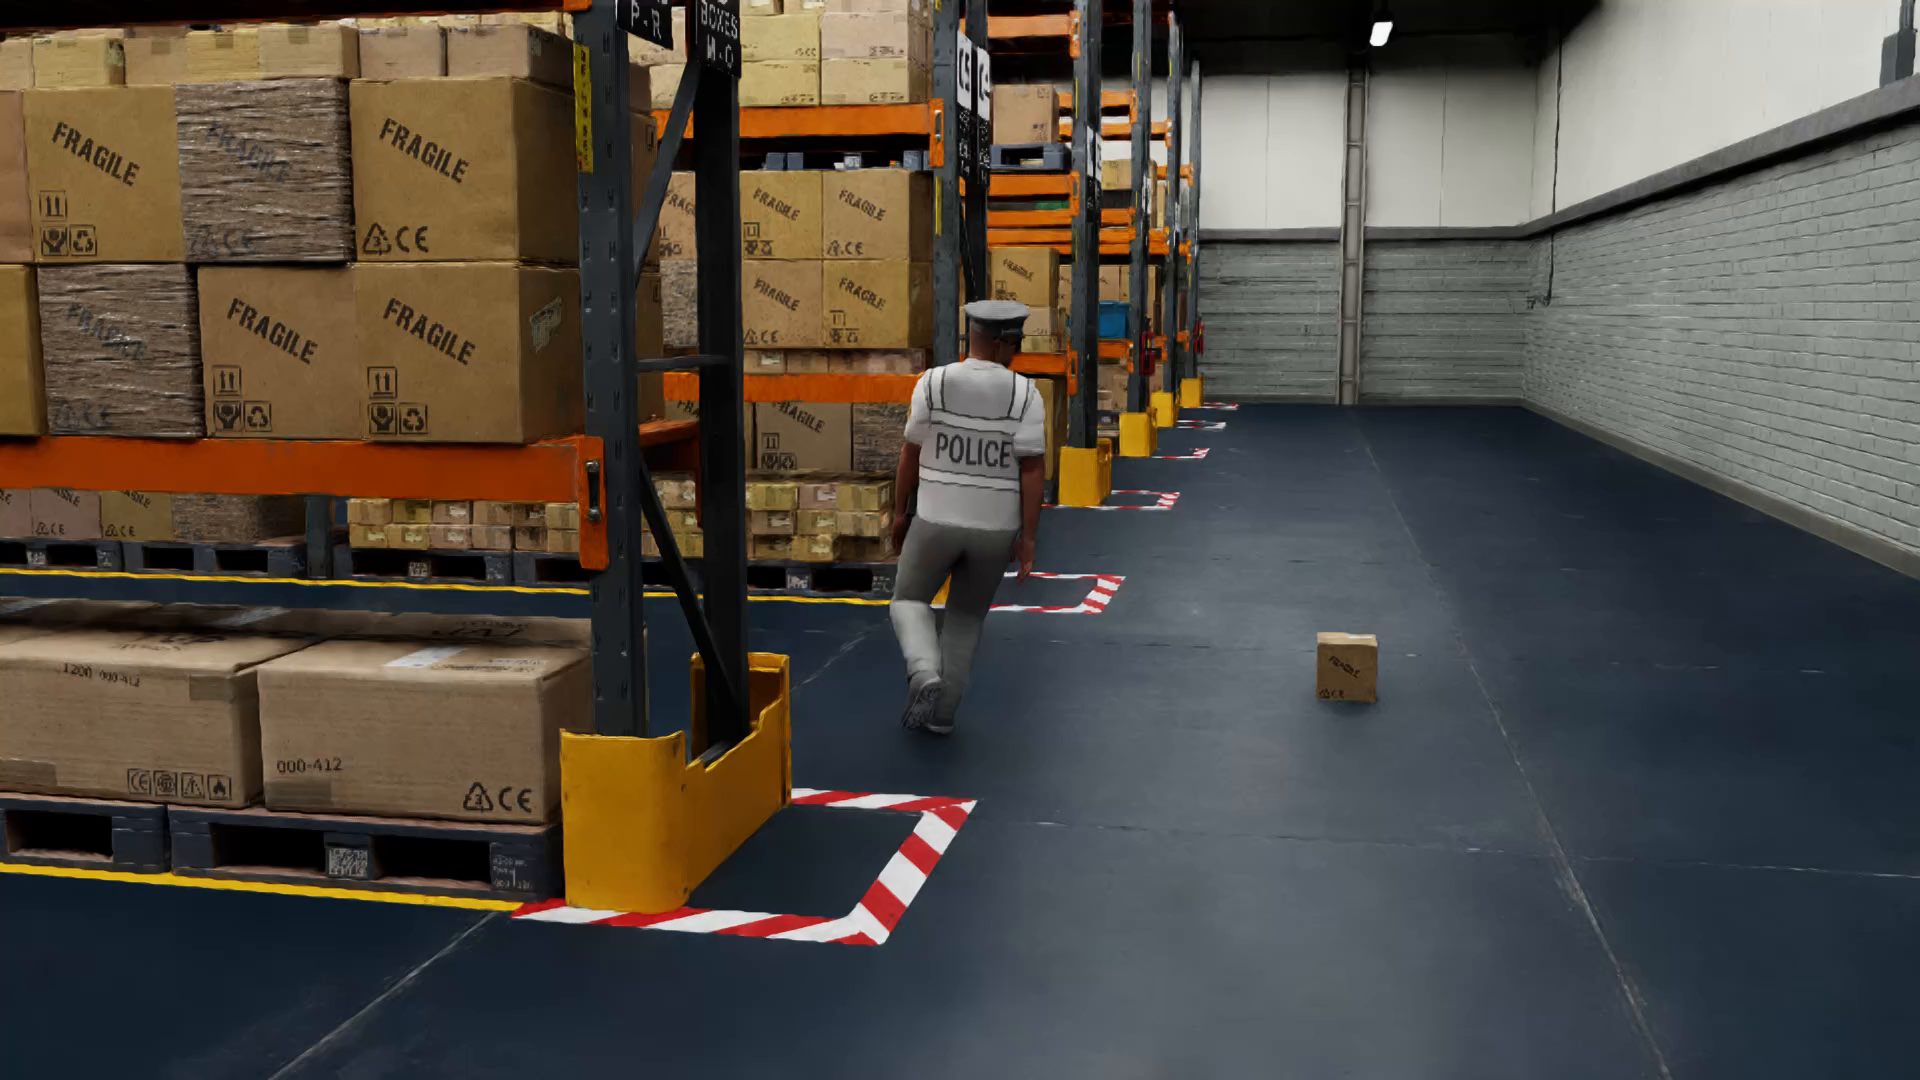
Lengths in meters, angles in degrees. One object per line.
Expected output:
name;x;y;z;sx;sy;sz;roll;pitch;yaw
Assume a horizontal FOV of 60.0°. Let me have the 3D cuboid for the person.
person;0.025;-0.073;6.443;0.595;1.701;0.668;0;8;-3
